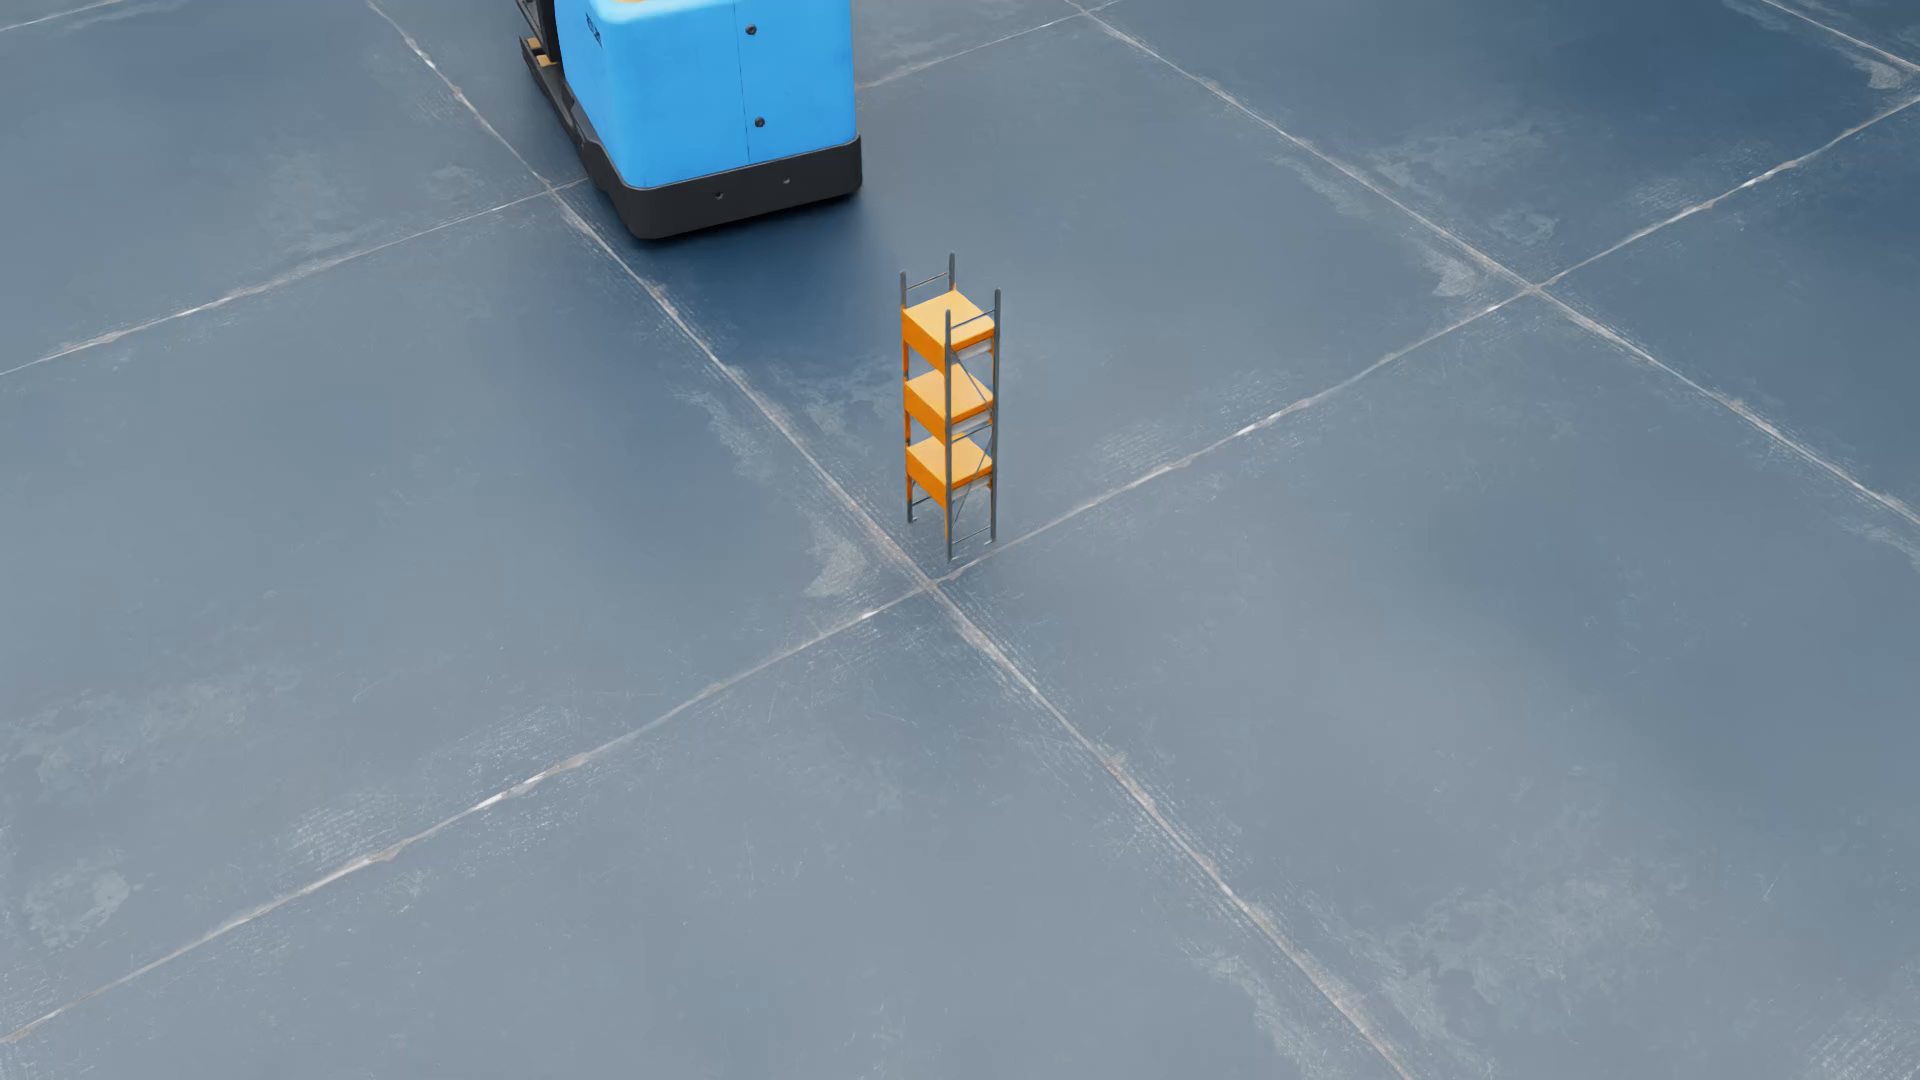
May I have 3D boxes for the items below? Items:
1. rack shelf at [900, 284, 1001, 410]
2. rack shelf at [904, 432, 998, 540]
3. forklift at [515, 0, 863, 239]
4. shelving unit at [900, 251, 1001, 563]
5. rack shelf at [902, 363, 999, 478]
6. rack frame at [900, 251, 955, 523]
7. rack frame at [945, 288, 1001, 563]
[{"bbox_3d":[-0.031,-0.608,5.231,0.215,0.259,0.240,-26,49,-24],"label":"rack shelf"},{"bbox_3d":[-0.031,-0.201,5.618,0.215,0.259,0.240,-26,49,-24],"label":"rack shelf"},{"bbox_3d":[-1.495,-3.345,7.131,1.130,2.935,3.031,-17,46,-17],"label":"forklift"},{"bbox_3d":[-0.031,-0.410,5.419,0.215,1.050,0.252,-26,49,-24],"label":"shelving unit"},{"bbox_3d":[-0.031,-0.402,5.427,0.215,0.259,0.240,-26,49,-24],"label":"rack shelf"},{"bbox_3d":[-0.100,-0.479,5.492,0.200,1.050,0.008,-26,49,-24],"label":"rack frame"},{"bbox_3d":[0.039,-0.341,5.347,0.200,1.050,0.008,-26,49,-24],"label":"rack frame"}]
